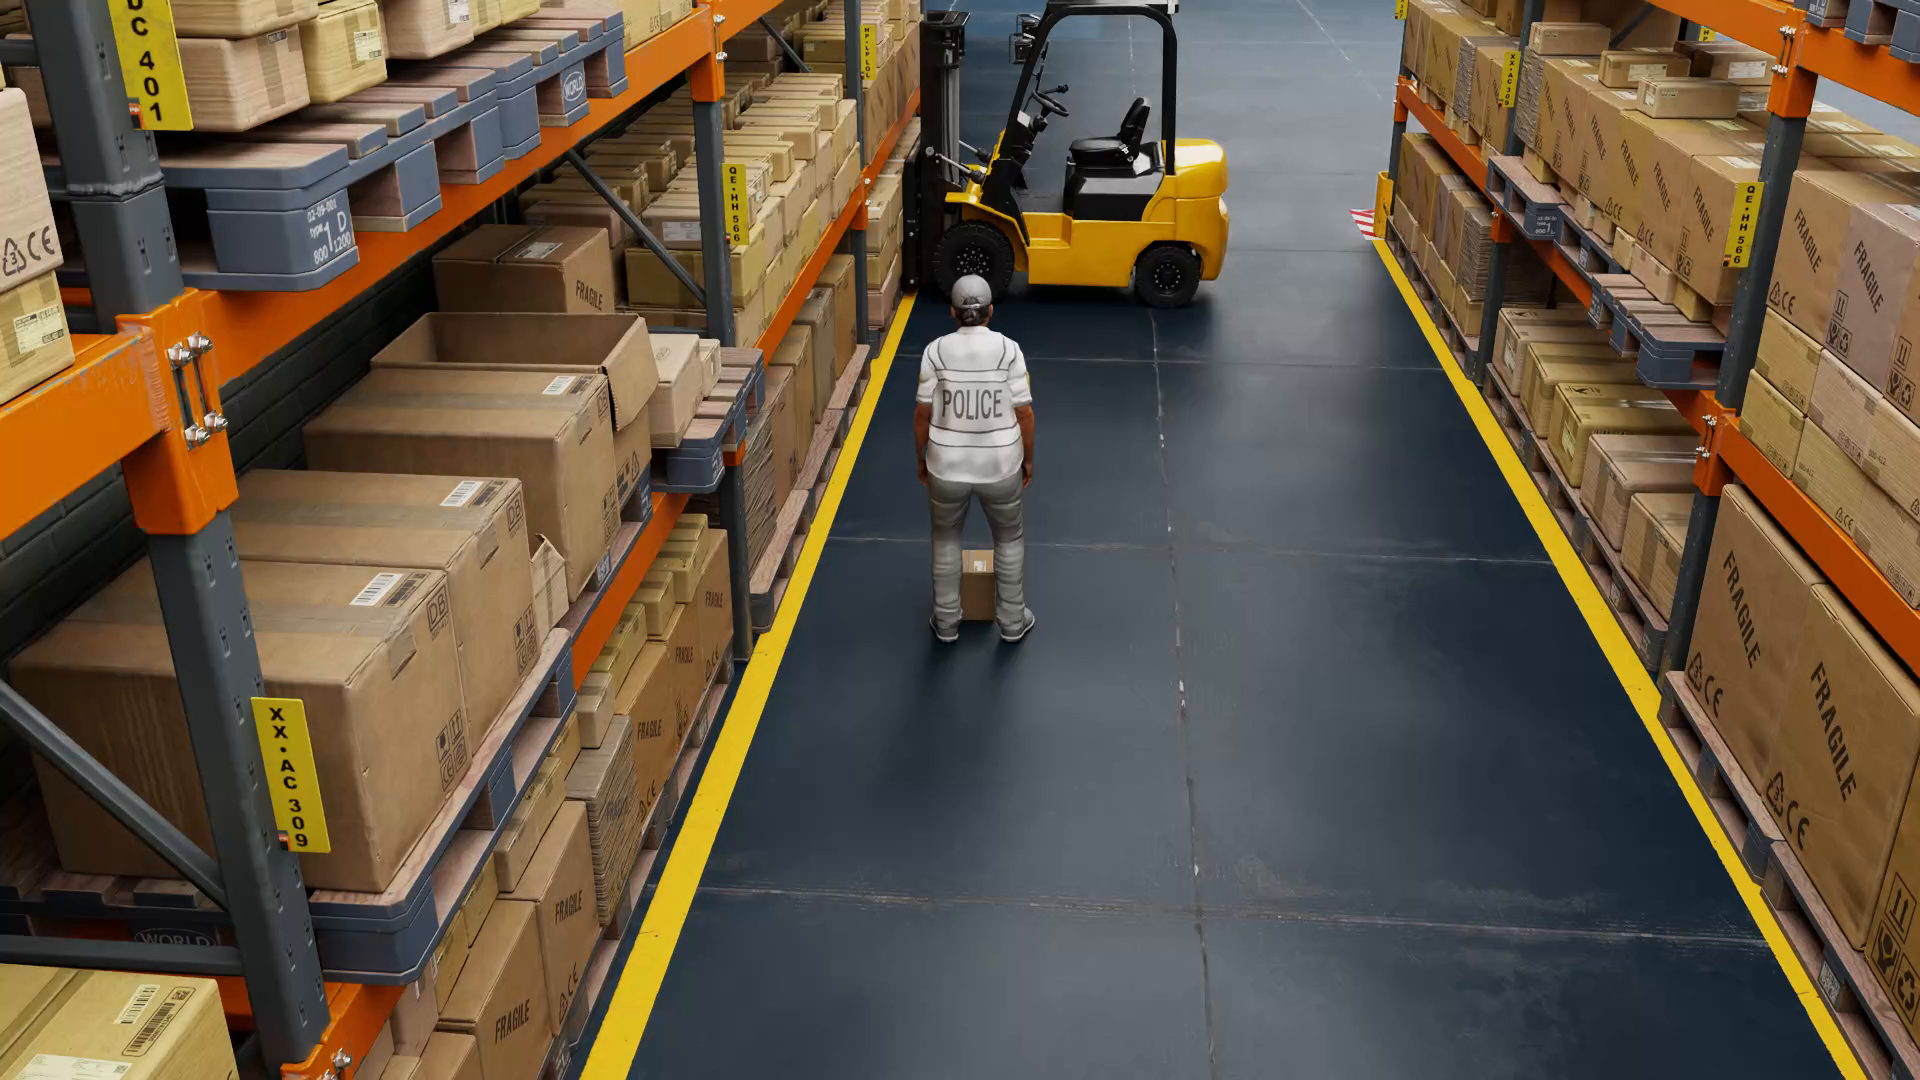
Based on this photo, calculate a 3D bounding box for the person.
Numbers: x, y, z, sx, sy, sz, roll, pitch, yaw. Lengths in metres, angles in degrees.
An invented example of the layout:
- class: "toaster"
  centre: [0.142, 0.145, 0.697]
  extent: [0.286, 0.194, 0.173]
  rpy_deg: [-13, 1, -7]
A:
- class: "person"
  centre: [0.072, -0.337, 7.330]
  extent: [0.541, 1.667, 0.464]
  rpy_deg: [1, 25, 3]
